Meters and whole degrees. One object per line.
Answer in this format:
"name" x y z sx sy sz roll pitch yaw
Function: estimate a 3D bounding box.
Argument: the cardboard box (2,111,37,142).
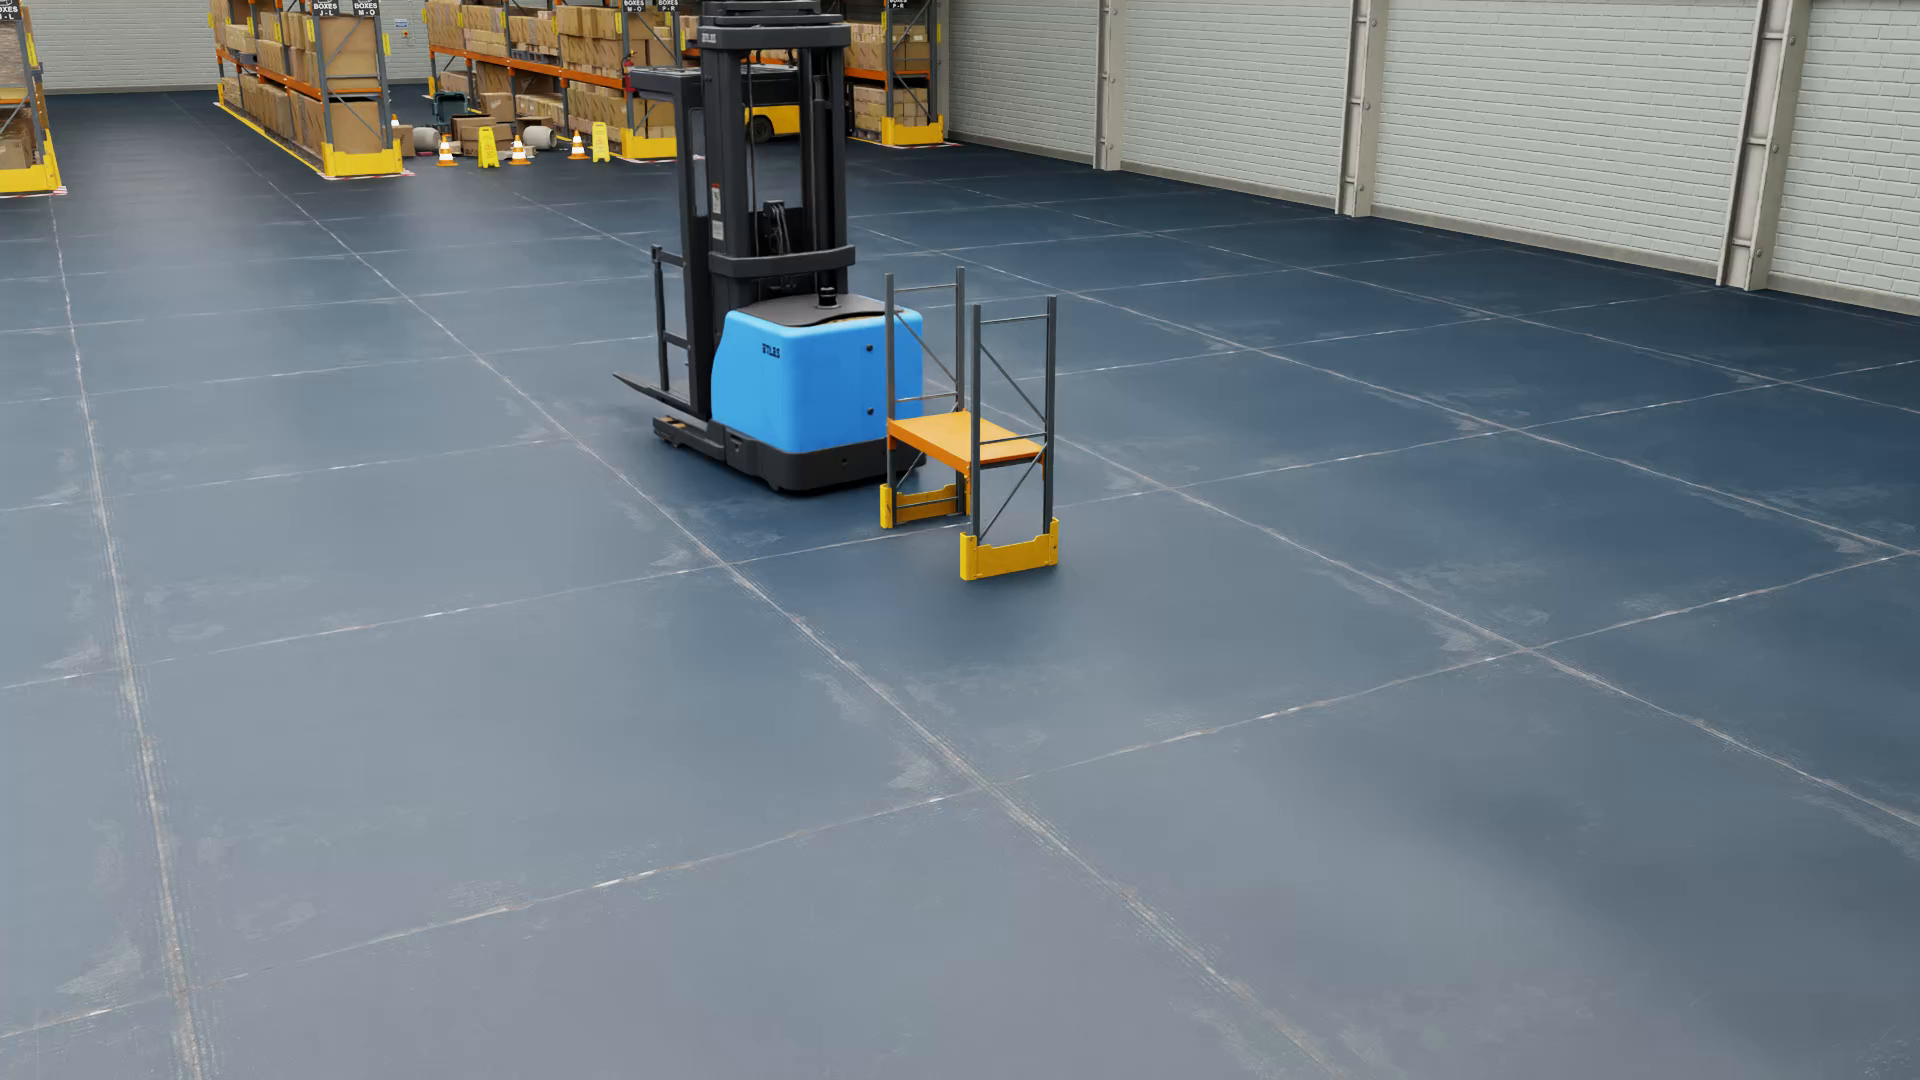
"cardboard box" -16.634 -7.228 29.138 0.700 0.500 0.500 -12 22 -31

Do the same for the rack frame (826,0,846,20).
"rack frame" -2.797 -10.027 34.091 1.000 3.000 0.127 -10 21 -27

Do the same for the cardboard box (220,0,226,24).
"cardboard box" -15.982 -11.659 36.679 0.500 0.500 0.500 -11 22 -28

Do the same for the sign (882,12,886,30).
"sign" -1.382 -9.458 30.304 0.100 0.325 0.005 -10 21 -27

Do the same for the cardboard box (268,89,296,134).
"cardboard box" -12.301 -8.038 31.133 1.050 0.750 0.750 -10 21 -27

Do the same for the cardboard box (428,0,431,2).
"cardboard box" -12.937 -13.384 41.138 0.380 0.149 0.250 -9 21 -26

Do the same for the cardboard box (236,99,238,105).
"cardboard box" -15.989 -9.822 37.224 0.380 0.149 0.250 -11 22 -28

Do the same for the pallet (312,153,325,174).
"pallet" -10.021 -6.212 27.311 1.003 0.211 1.213 -10 21 -27

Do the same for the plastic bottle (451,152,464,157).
"plastic bottle" -8.805 -6.739 29.067 0.283 0.061 0.133 16 25 39

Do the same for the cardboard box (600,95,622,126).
"cardboard box" -6.125 -7.701 29.772 0.500 0.500 0.500 -9 21 -25

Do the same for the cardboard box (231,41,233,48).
"cardboard box" -15.118 -10.430 35.000 0.380 0.149 0.250 -10 21 -26

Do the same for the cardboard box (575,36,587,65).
"cardboard box" -6.714 -8.989 30.473 0.500 0.500 0.500 -10 21 -27

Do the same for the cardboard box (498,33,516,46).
"cardboard box" -9.517 -10.670 35.419 0.500 0.250 0.500 -10 21 -27

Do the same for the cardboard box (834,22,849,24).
"cardboard box" -2.395 -10.091 32.673 0.380 0.149 0.250 -10 22 -28

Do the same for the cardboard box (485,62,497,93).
"cardboard box" -10.162 -10.324 37.566 0.875 0.875 0.875 -9 21 -25

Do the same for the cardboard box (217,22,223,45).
"cardboard box" -16.702 -11.630 38.128 0.500 0.500 0.500 -10 21 -26

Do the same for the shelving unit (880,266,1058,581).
"shelving unit" 0.036 -0.687 9.323 0.587 1.500 1.083 -10 21 -27

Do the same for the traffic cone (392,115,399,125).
"traffic cone" -10.780 -7.881 31.761 0.336 0.463 0.334 -10 21 -27

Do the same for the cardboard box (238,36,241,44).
"cardboard box" -14.381 -10.125 33.660 0.380 0.149 0.250 -10 21 -27

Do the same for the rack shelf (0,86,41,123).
"rack shelf" -14.935 -6.808 25.865 1.077 0.370 4.000 -10 21 -27

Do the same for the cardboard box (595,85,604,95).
"cardboard box" -6.348 -8.102 29.939 0.380 0.149 0.250 -9 21 -24

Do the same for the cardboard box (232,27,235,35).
"cardboard box" -14.874 -10.564 34.475 0.380 0.149 0.250 -9 21 -25

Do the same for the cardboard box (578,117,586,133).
"cardboard box" -6.858 -7.793 31.189 0.500 0.250 0.500 -9 21 -24

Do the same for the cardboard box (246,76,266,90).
"cardboard box" -14.659 -9.577 34.825 0.500 0.250 0.500 -9 21 -25

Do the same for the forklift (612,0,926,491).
"forklift" -1.490 -2.109 11.251 1.130 2.935 3.031 -13 23 -34

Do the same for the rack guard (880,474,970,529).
"rack guard" -0.200 -0.239 9.942 0.587 0.250 0.087 -10 21 -27

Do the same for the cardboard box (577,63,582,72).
"cardboard box" -6.891 -8.786 30.879 0.380 0.149 0.250 -9 21 -25

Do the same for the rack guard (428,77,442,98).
"rack guard" -12.873 -11.527 42.271 1.175 0.500 0.348 -10 21 -27

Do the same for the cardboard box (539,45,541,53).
"cardboard box" -8.123 -9.737 32.992 0.380 0.149 0.250 -10 21 -27

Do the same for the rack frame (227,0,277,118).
"rack frame" -15.271 -10.758 36.209 1.000 3.000 0.127 -10 21 -27

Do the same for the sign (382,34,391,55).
"sign" -9.081 -7.844 26.316 0.100 0.325 0.005 -10 21 -27

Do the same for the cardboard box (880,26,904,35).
"cardboard box" -1.253 -9.443 30.796 0.380 0.149 0.250 -10 21 -27

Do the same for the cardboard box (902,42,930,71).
"cardboard box" -0.888 -9.111 31.284 0.500 0.500 0.500 -9 21 -25

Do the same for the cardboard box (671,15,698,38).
"cardboard box" -6.563 -12.396 40.159 0.700 0.500 0.500 -9 21 -25

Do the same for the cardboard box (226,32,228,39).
"cardboard box" -15.489 -10.794 35.599 0.380 0.149 0.250 -10 21 -26

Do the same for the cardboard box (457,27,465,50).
"cardboard box" -11.408 -11.694 38.770 0.500 0.500 0.500 -10 21 -26

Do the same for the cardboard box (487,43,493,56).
"cardboard box" -10.013 -10.731 36.360 0.500 0.250 0.500 -10 22 -27

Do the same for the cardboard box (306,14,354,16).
"cardboard box" -10.203 -8.332 27.295 0.875 0.550 0.550 -10 21 -27

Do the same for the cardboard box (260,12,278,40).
"cardboard box" -13.167 -9.999 32.324 0.700 0.500 0.500 -10 21 -27

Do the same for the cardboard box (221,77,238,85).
"cardboard box" -17.220 -10.835 39.248 0.380 0.149 0.250 -11 22 -29

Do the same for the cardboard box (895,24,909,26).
"cardboard box" -1.101 -9.657 31.414 0.380 0.149 0.250 -10 21 -26

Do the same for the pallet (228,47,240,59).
"pallet" -15.036 -10.425 35.539 1.003 0.211 1.213 -10 21 -27

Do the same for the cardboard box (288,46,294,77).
"cardboard box" -11.286 -8.428 29.228 0.875 0.550 0.550 -10 21 -27

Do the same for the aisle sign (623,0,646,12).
"aisle sign" -5.490 -9.275 27.926 0.394 0.787 0.004 -10 21 -27

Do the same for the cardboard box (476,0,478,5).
"cardboard box" -11.418 -12.512 38.612 0.380 0.149 0.250 -9 21 -25

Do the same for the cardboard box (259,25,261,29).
"cardboard box" -14.780 -10.957 35.615 0.380 0.149 0.250 -11 22 -28

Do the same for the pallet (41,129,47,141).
"pallet" -18.093 -7.790 31.884 1.003 0.211 1.213 -10 21 -27

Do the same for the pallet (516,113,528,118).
"pallet" -8.693 -8.863 34.992 1.003 0.211 1.213 -10 21 -27

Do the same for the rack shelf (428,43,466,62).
"rack shelf" -11.912 -11.788 40.297 1.077 0.370 4.000 -10 21 -27

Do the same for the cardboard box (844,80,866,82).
"cardboard box" -2.139 -9.144 33.571 0.500 0.250 0.500 -10 22 -27

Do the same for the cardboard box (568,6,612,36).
"cardboard box" -6.708 -9.459 30.304 0.700 0.500 0.500 -11 22 -28

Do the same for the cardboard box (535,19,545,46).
"cardboard box" -8.061 -10.032 32.852 0.500 0.500 0.500 -9 21 -25

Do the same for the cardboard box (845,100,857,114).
"cardboard box" -1.896 -8.396 32.169 0.500 0.250 0.500 -11 22 -28
